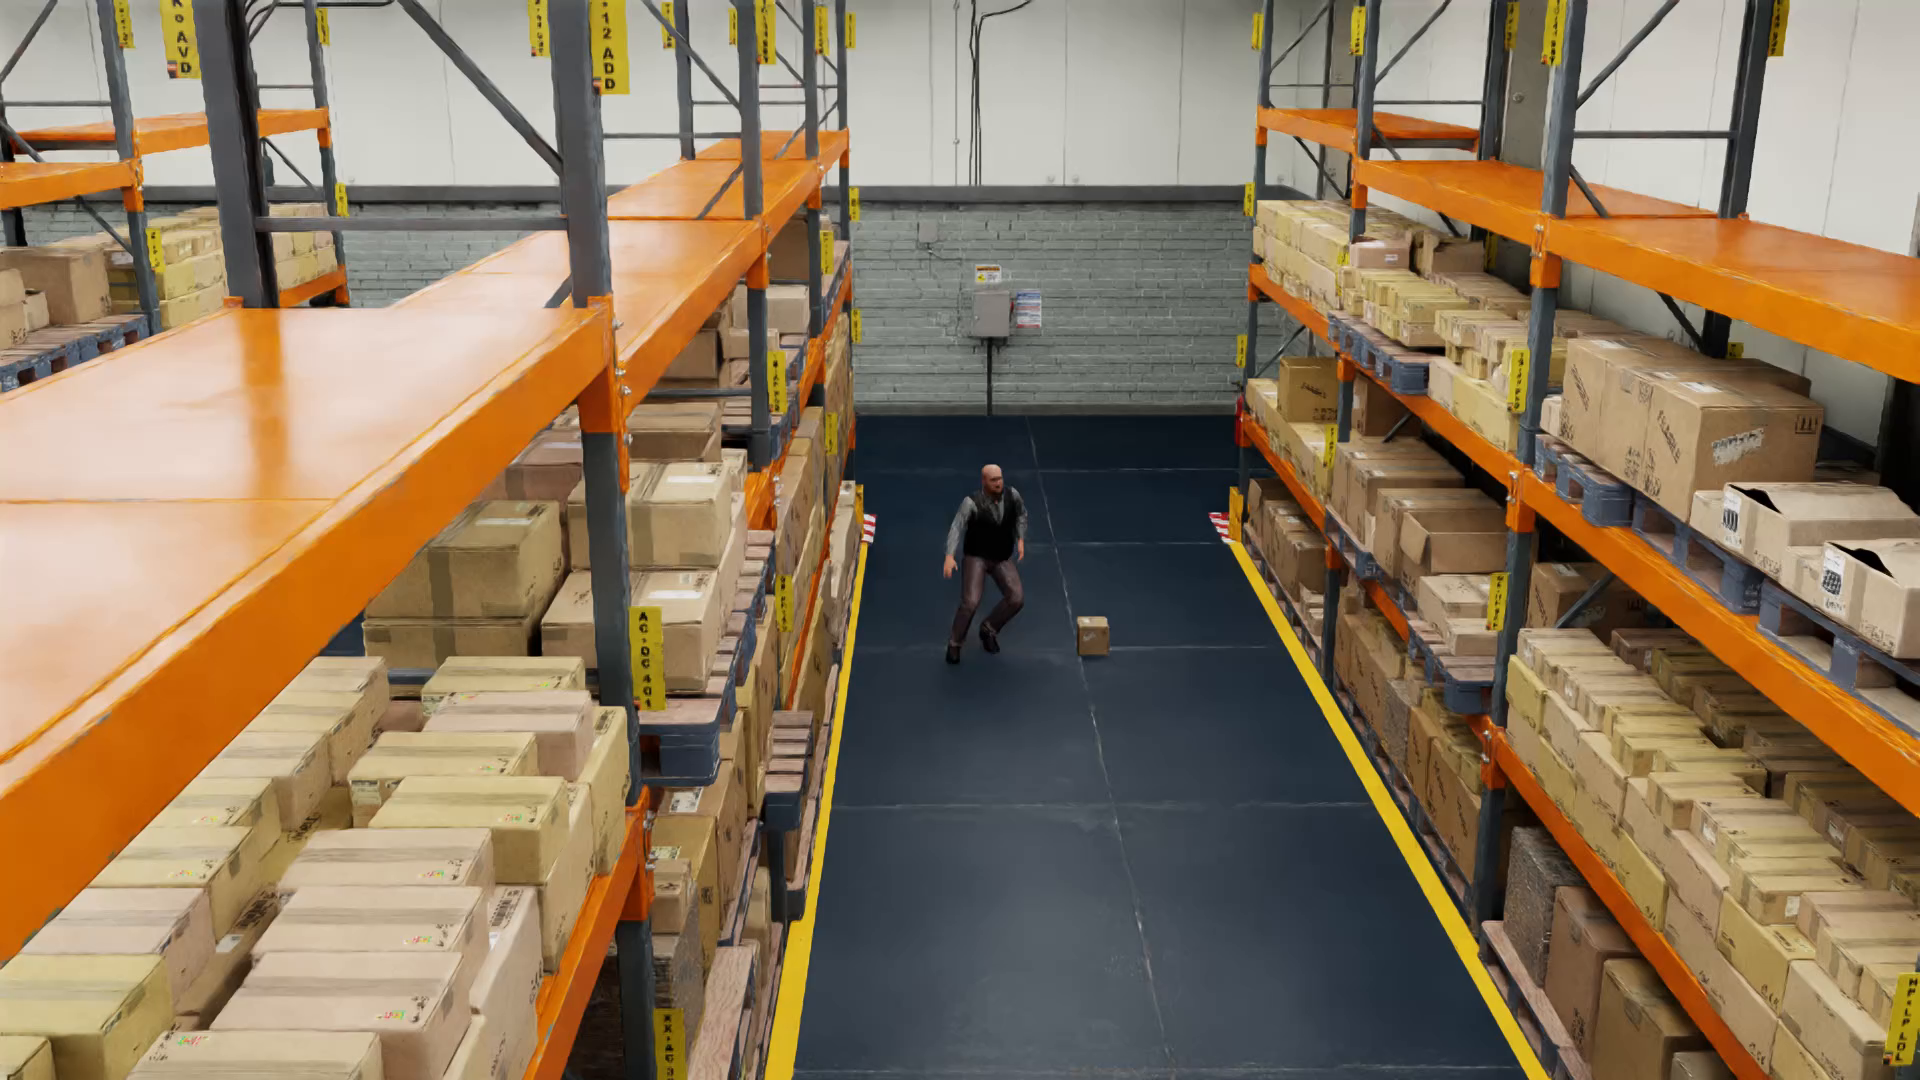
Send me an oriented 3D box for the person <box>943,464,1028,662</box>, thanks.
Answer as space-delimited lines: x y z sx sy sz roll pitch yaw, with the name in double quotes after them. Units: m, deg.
0.196 0.173 13.828 0.911 1.657 0.517 -10 20 -29 "person"
